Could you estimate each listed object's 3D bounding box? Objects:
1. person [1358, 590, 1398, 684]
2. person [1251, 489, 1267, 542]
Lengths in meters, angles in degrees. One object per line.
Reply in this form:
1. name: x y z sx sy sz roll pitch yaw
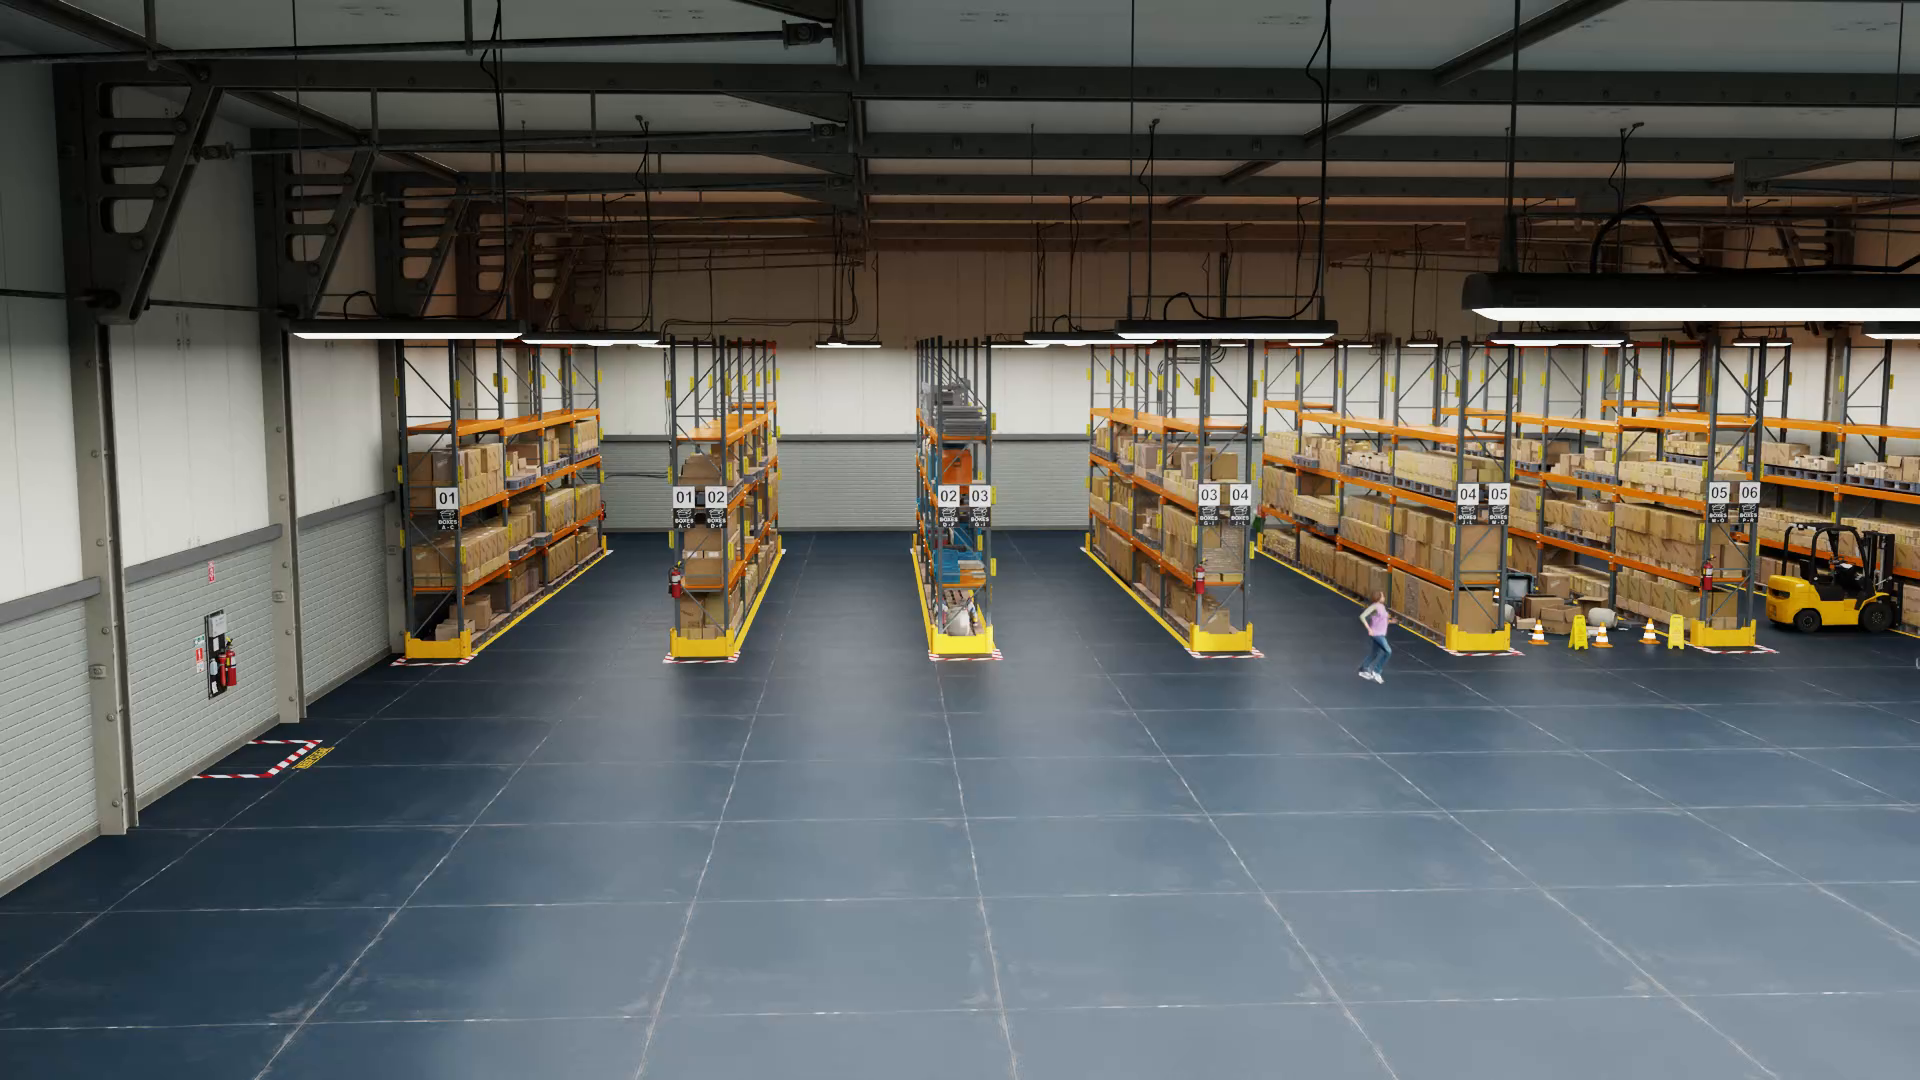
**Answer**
1. person: 7.225 1.670 28.735 0.675 1.618 0.506 4 7 28
2. person: 8.878 -0.729 49.265 0.553 1.707 0.771 2 7 19
